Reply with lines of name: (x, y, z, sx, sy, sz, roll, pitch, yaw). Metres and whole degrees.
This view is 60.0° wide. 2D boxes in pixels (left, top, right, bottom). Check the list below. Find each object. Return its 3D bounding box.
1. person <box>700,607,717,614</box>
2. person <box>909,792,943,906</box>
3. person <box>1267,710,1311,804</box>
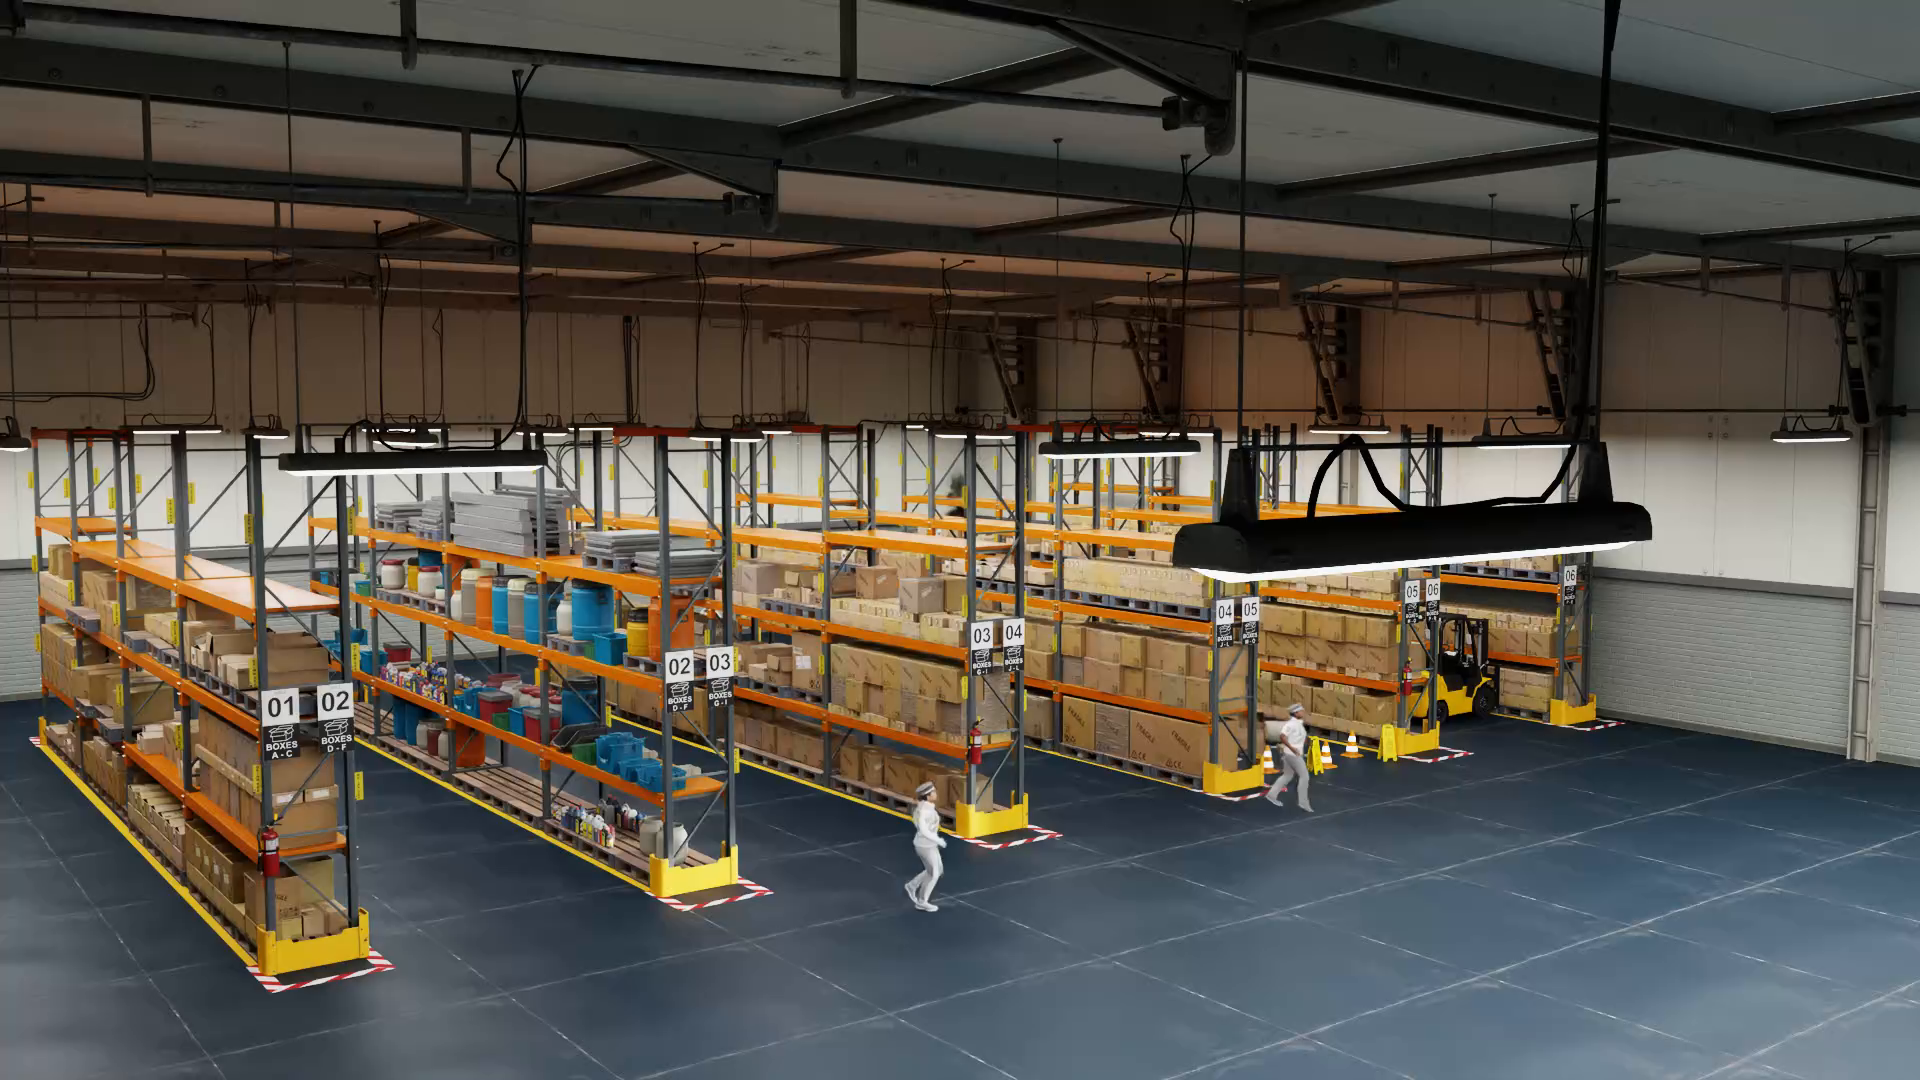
person: (-6.240, 2.280, 40.798, 0.763, 1.701, 0.486, 3, 5, 33)
person: (-0.431, 3.846, 20.982, 0.449, 1.545, 0.630, 0, 4, -4)
person: (5.210, 3.365, 26.303, 0.666, 1.537, 0.599, 1, 5, 12)
